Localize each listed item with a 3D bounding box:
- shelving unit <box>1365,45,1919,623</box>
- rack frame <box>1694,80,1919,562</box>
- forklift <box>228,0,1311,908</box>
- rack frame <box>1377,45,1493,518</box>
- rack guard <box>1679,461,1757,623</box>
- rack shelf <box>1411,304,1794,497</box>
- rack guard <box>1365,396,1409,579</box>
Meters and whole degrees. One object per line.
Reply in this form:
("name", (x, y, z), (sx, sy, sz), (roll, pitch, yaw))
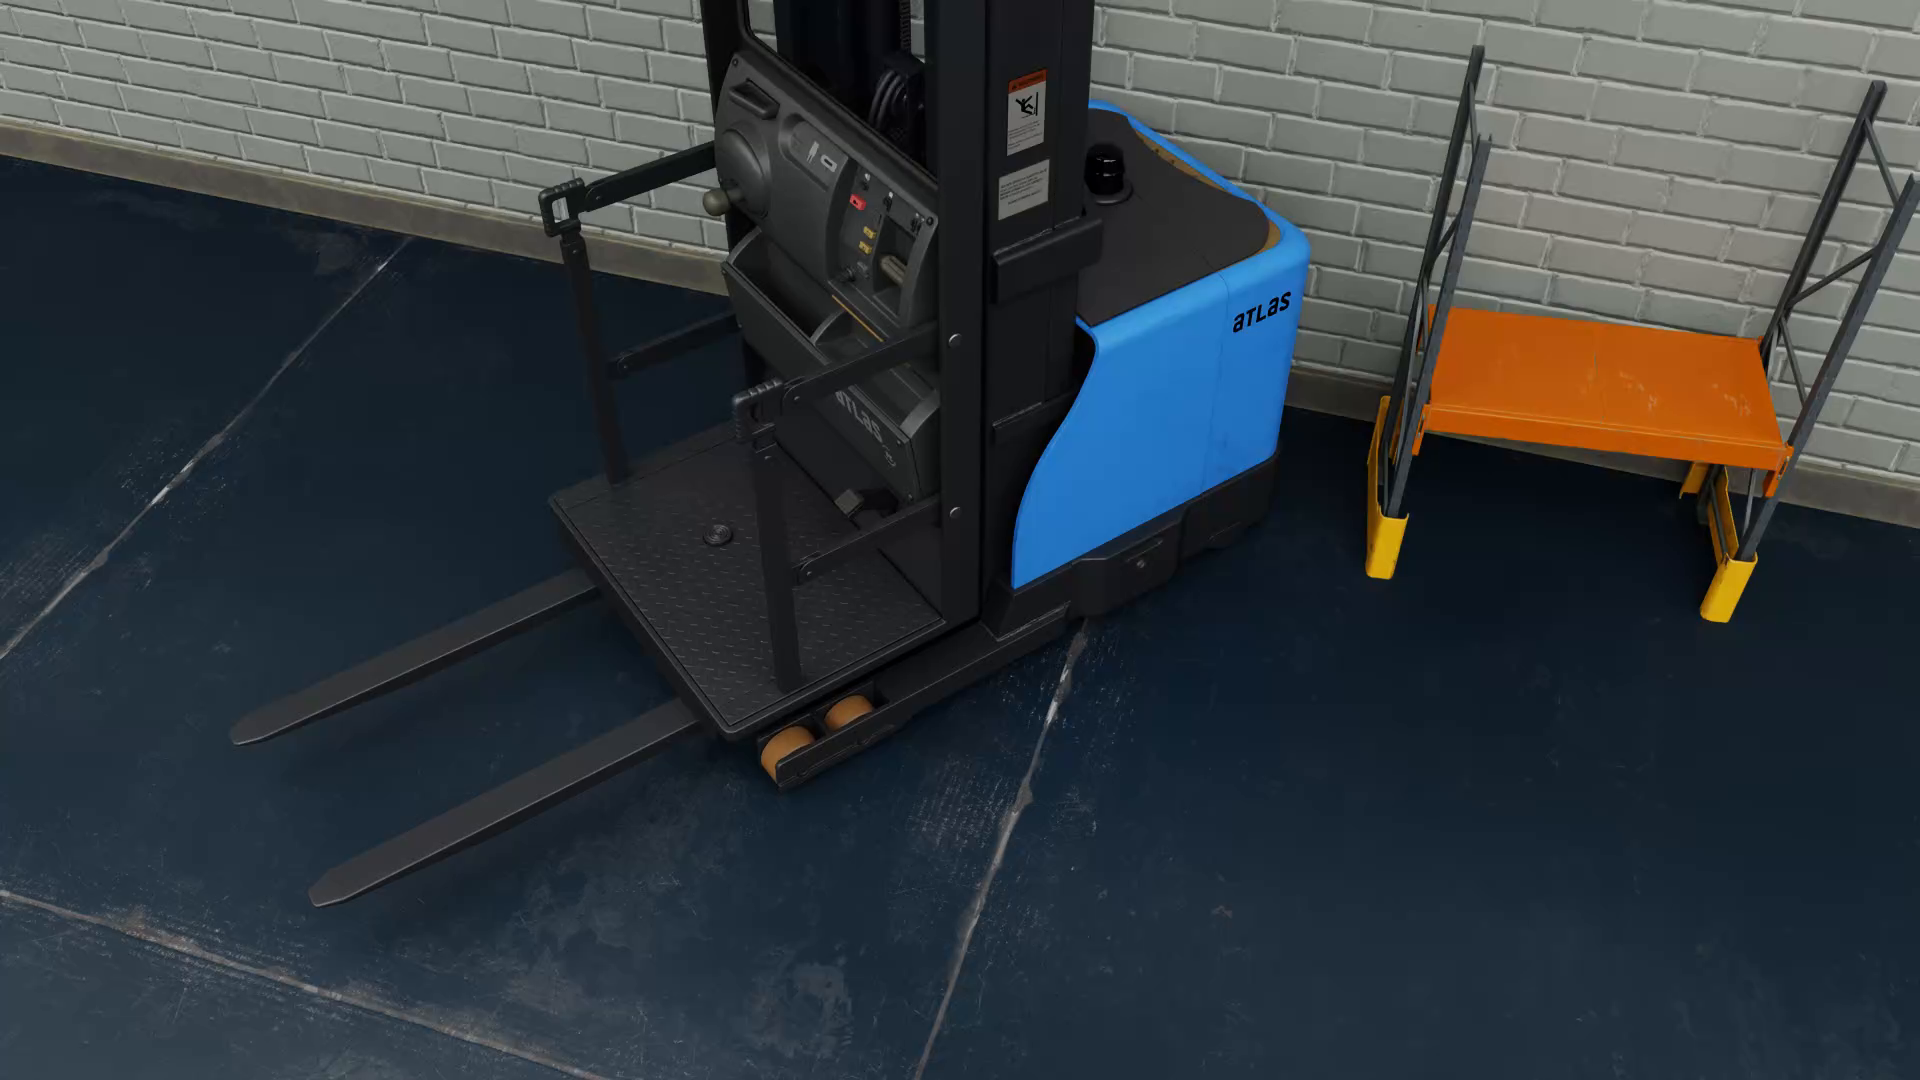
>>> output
("shelving unit", (1.837, -0.556, 4.745), (1.083, 1.500, 0.587), (7, 45, 7))
("rack frame", (2.346, -0.490, 4.678), (0.032, 1.500, 0.500), (7, 45, 7))
("forklift", (-0.512, -0.797, 3.968), (3.031, 2.935, 1.130), (-26, 50, -24))
("rack frame", (1.346, -0.619, 4.811), (0.032, 1.500, 0.500), (7, 45, 7))
("rack guard", (2.327, -0.045, 5.118), (0.087, 0.250, 0.587), (7, 45, 7))
("rack shelf", (1.846, -0.426, 4.870), (1.000, 0.185, 0.538), (7, 45, 7))
("rack guard", (1.347, -0.173, 5.248), (0.087, 0.250, 0.587), (7, 45, 7))
